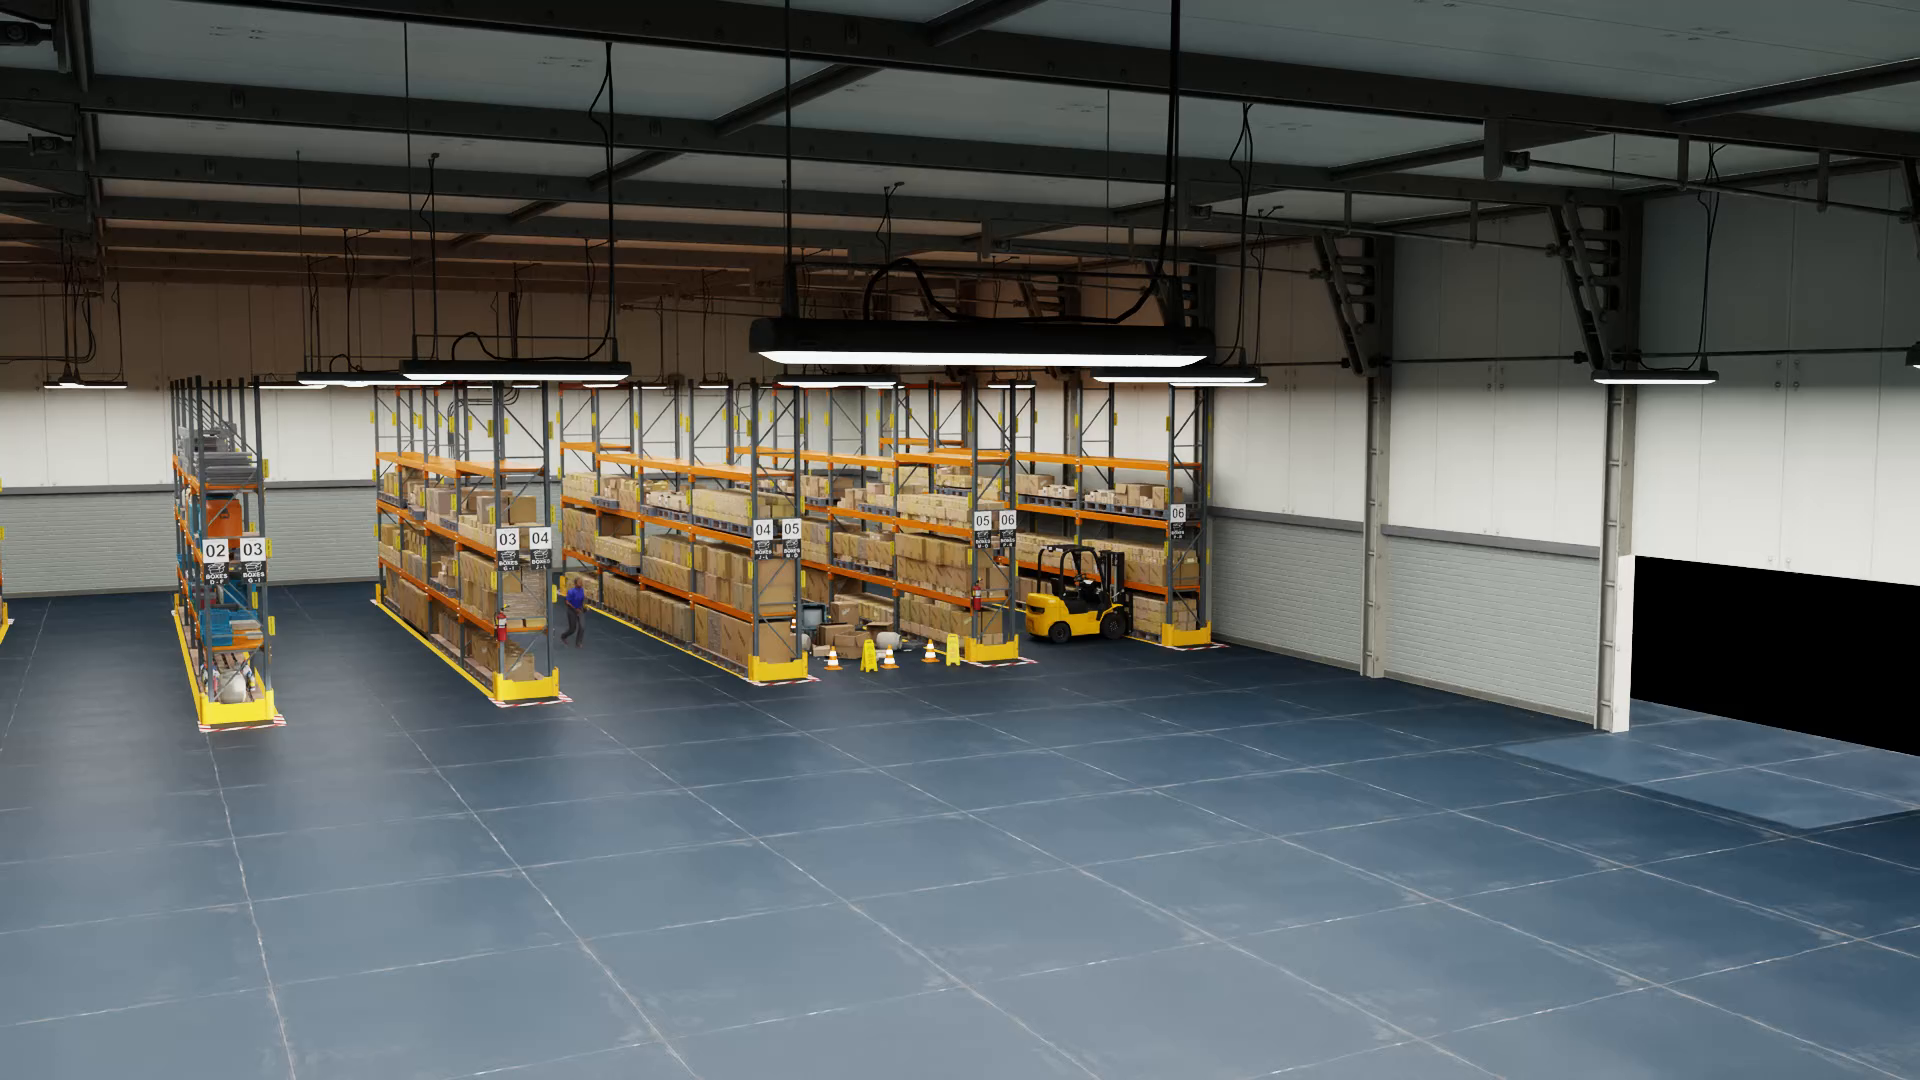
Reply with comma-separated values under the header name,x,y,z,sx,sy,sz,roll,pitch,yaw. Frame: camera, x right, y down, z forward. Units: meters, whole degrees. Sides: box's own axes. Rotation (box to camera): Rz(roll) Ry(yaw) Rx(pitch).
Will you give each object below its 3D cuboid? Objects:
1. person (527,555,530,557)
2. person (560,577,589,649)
name,x,y,z,sx,sy,sz,roll,pitch,yaw
person,-12.090,0.646,47.806,0.653,1.712,0.823,1,5,15
person,-8.642,1.625,37.191,0.708,1.610,0.573,4,7,39
